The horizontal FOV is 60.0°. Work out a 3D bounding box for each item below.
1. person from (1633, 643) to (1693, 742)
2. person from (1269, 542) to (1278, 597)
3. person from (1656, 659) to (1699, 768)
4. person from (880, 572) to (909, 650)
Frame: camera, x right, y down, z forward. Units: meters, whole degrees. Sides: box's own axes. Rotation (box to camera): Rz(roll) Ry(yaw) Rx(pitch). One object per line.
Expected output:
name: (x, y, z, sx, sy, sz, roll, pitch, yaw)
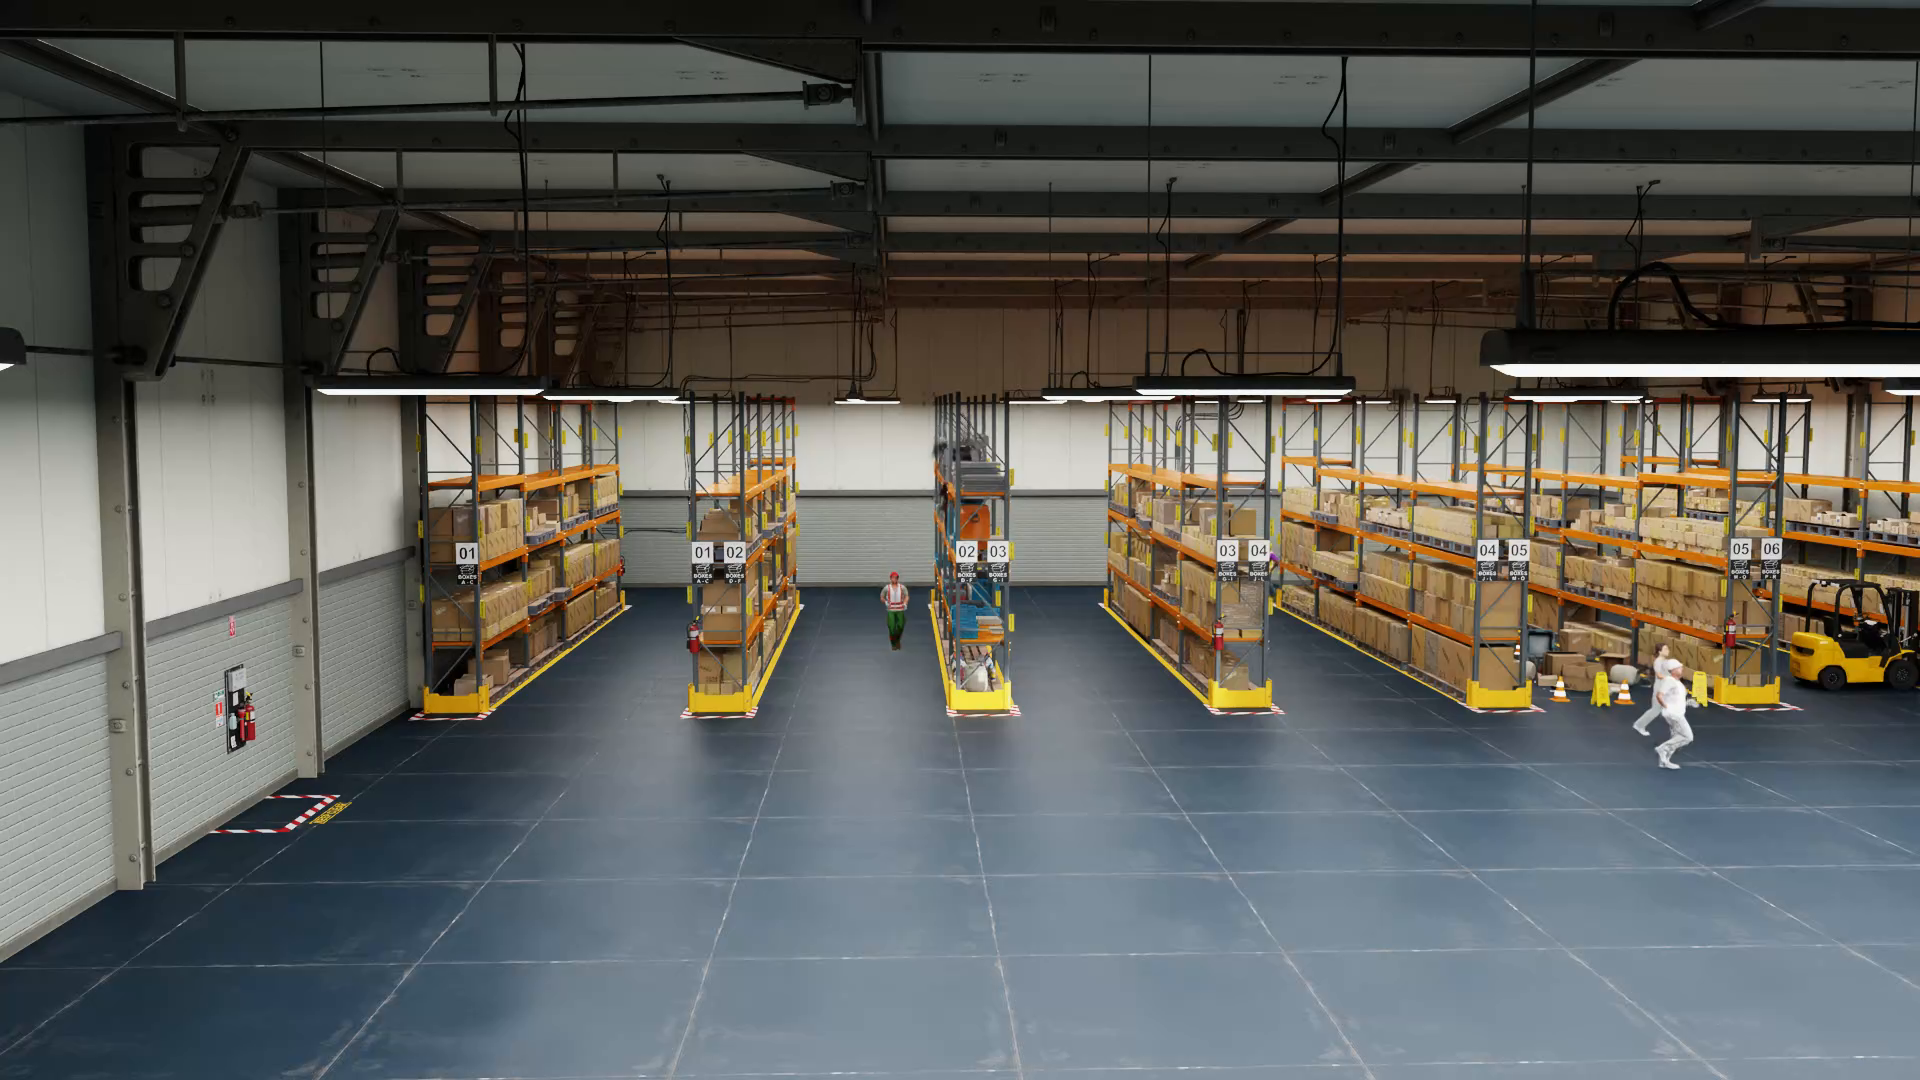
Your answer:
person: (12.100, 2.594, 28.578, 0.965, 1.668, 0.572, 4, 6, 43)
person: (9.072, 0.938, 49.044, 0.691, 1.782, 0.763, 0, 5, 3)
person: (11.314, 2.748, 26.219, 0.585, 1.736, 0.680, 3, 5, 29)
person: (-1.437, 1.592, 37.029, 0.648, 1.762, 0.564, -1, 5, -8)
